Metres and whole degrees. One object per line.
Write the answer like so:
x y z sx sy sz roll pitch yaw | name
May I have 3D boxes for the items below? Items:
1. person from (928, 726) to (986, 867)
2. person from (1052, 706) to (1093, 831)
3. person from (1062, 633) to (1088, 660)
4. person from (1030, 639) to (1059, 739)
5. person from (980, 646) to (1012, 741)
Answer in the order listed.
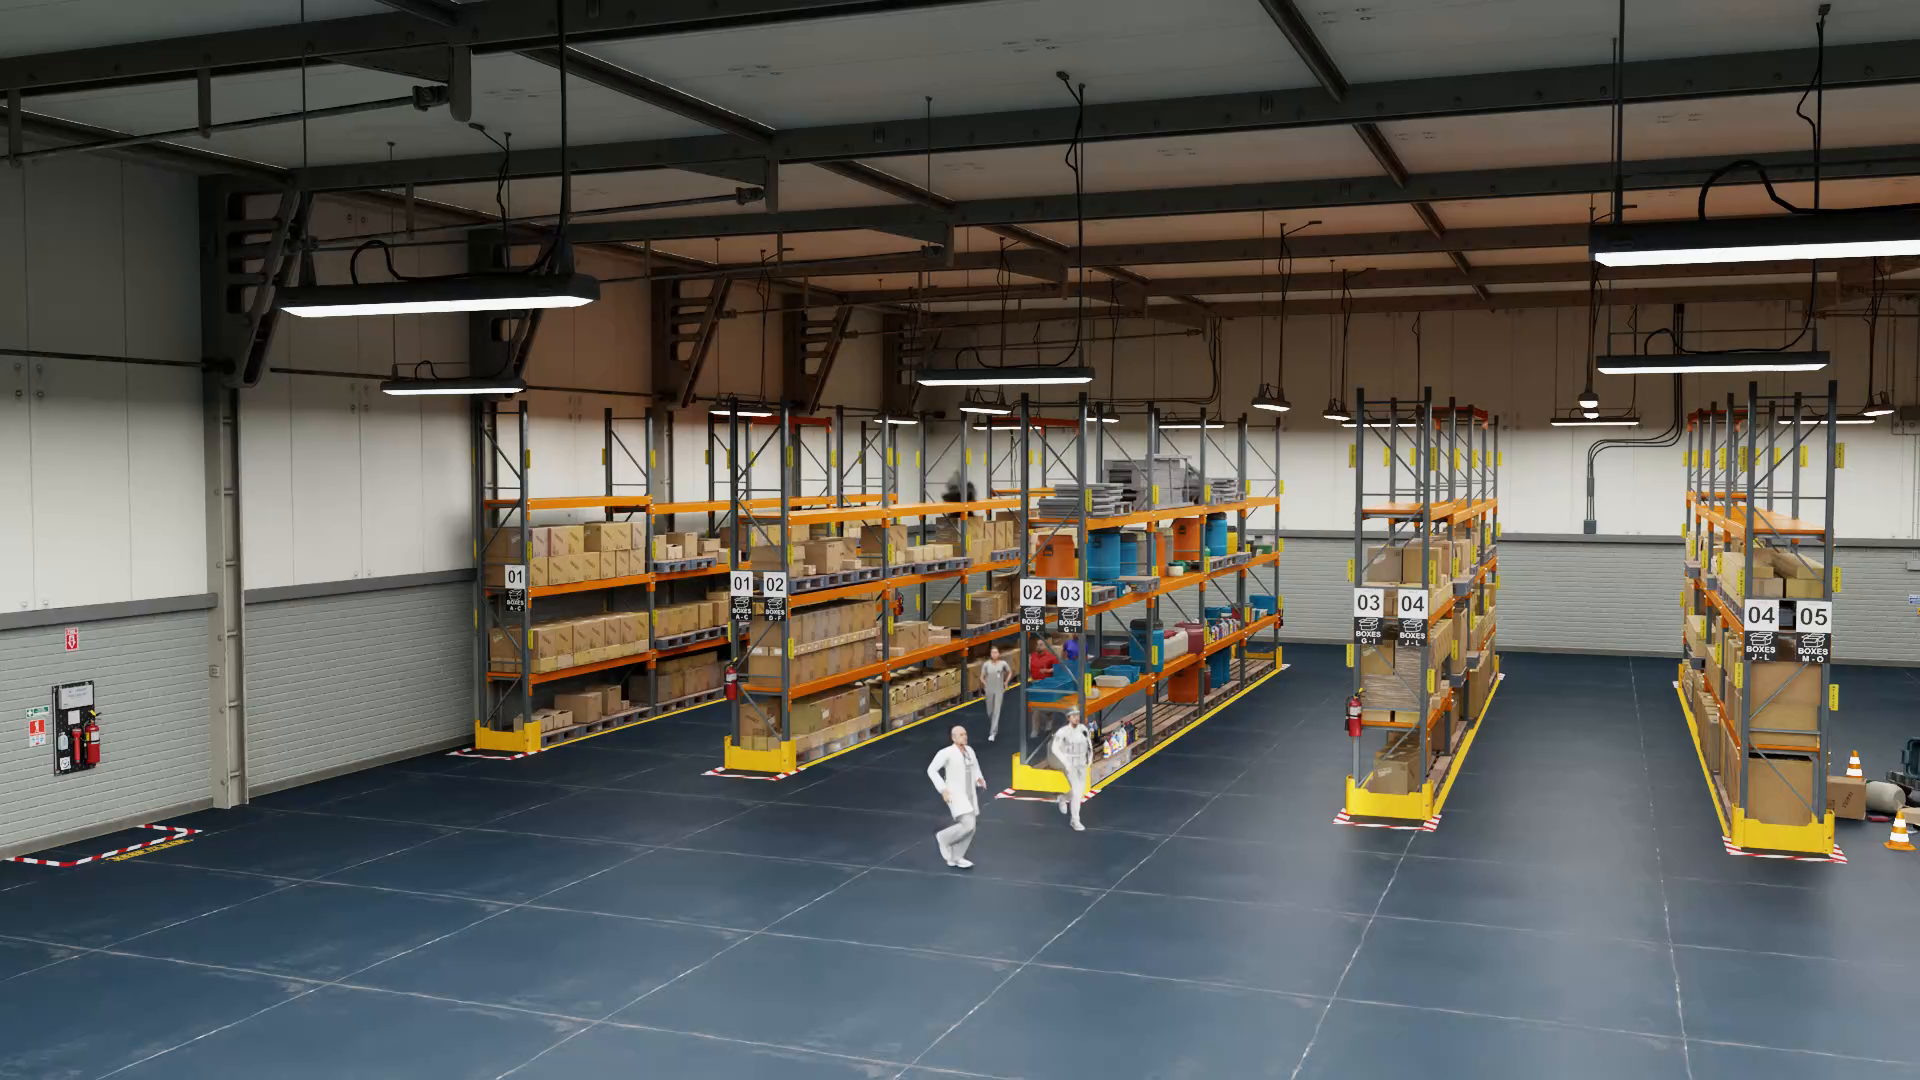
0.031 3.146 20.339 0.624 1.731 0.714 3 4 44 | person
1.511 3.071 22.675 0.621 1.691 0.673 -1 3 -27 | person
2.275 2.580 33.050 0.548 1.660 0.696 1 3 11 | person
1.527 2.679 30.144 0.636 1.778 0.884 1 3 20 | person
0.631 2.718 29.690 0.570 1.645 0.924 0 3 9 | person
